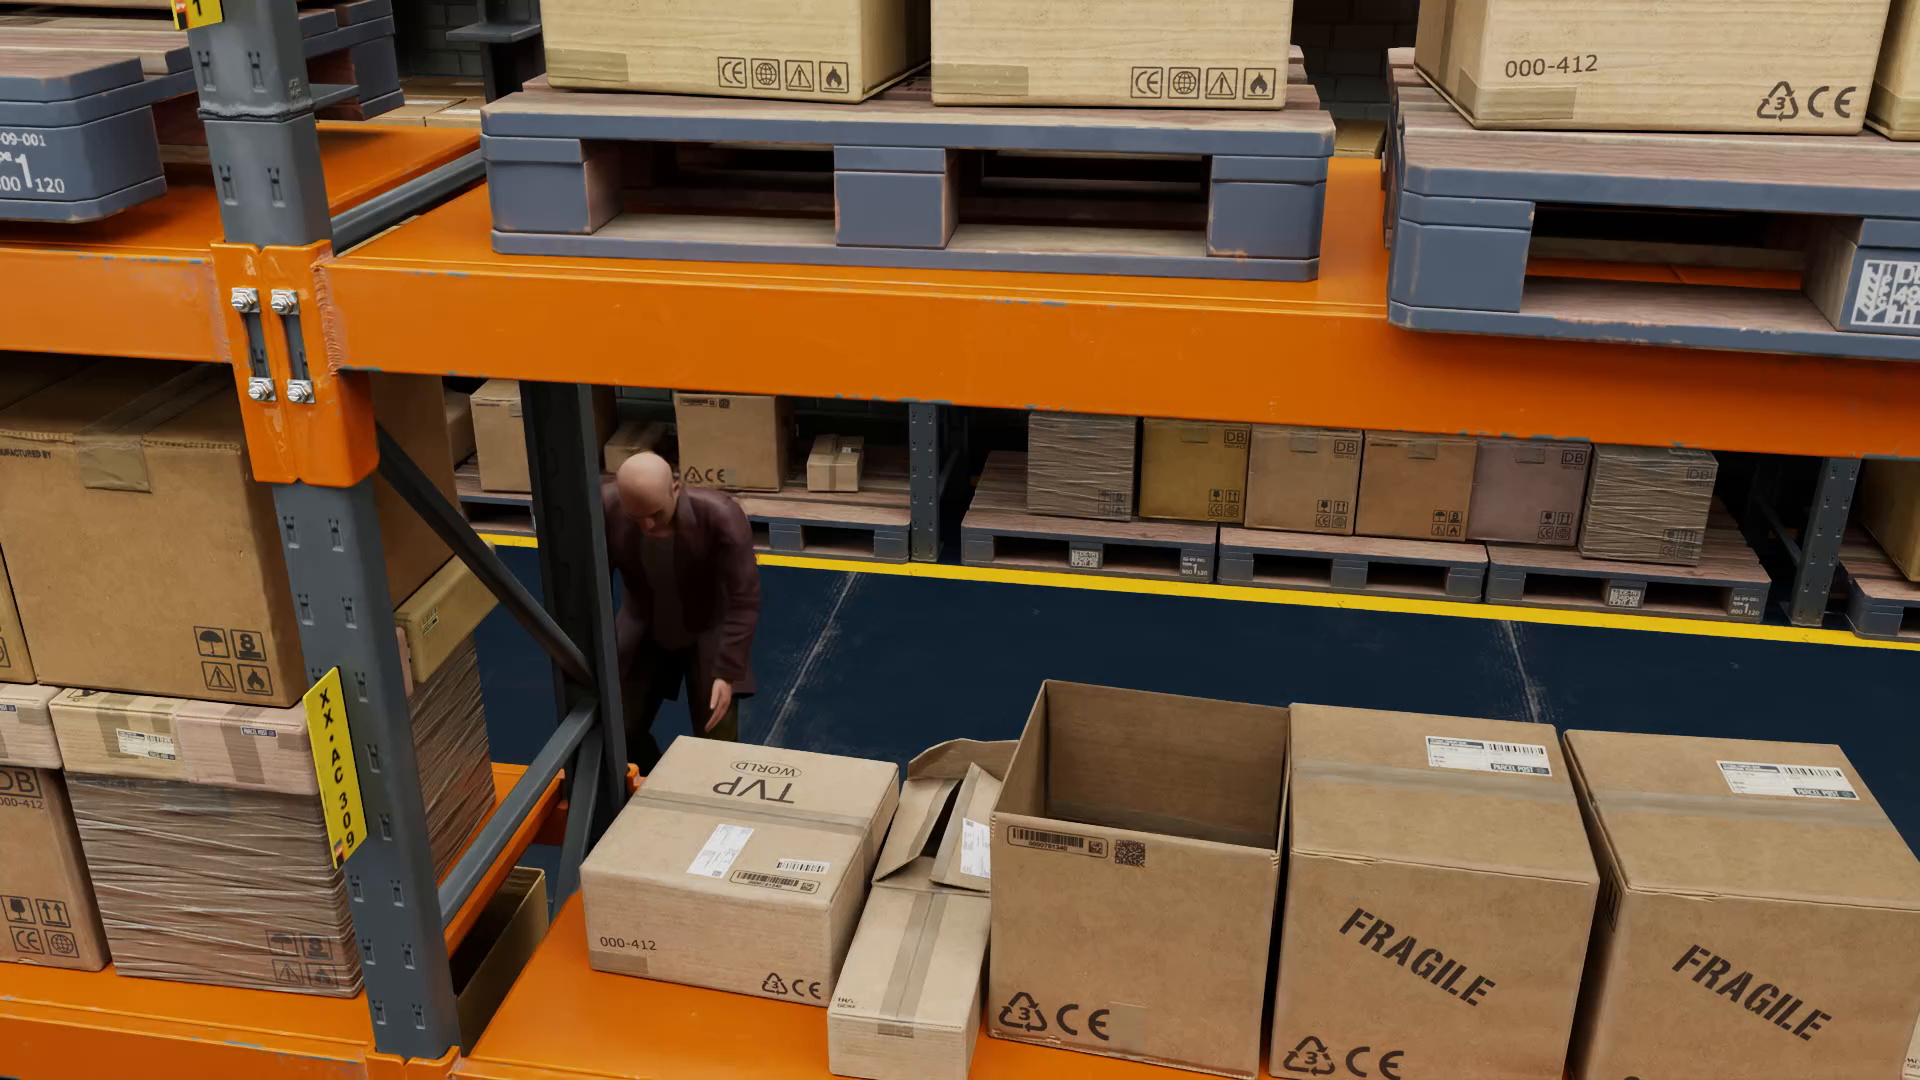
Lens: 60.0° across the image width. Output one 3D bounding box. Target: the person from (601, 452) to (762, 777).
[{"bbox_3d":[-0.944,0.363,5.595,0.625,1.564,0.612,4,25,9],"label":"person"}]
